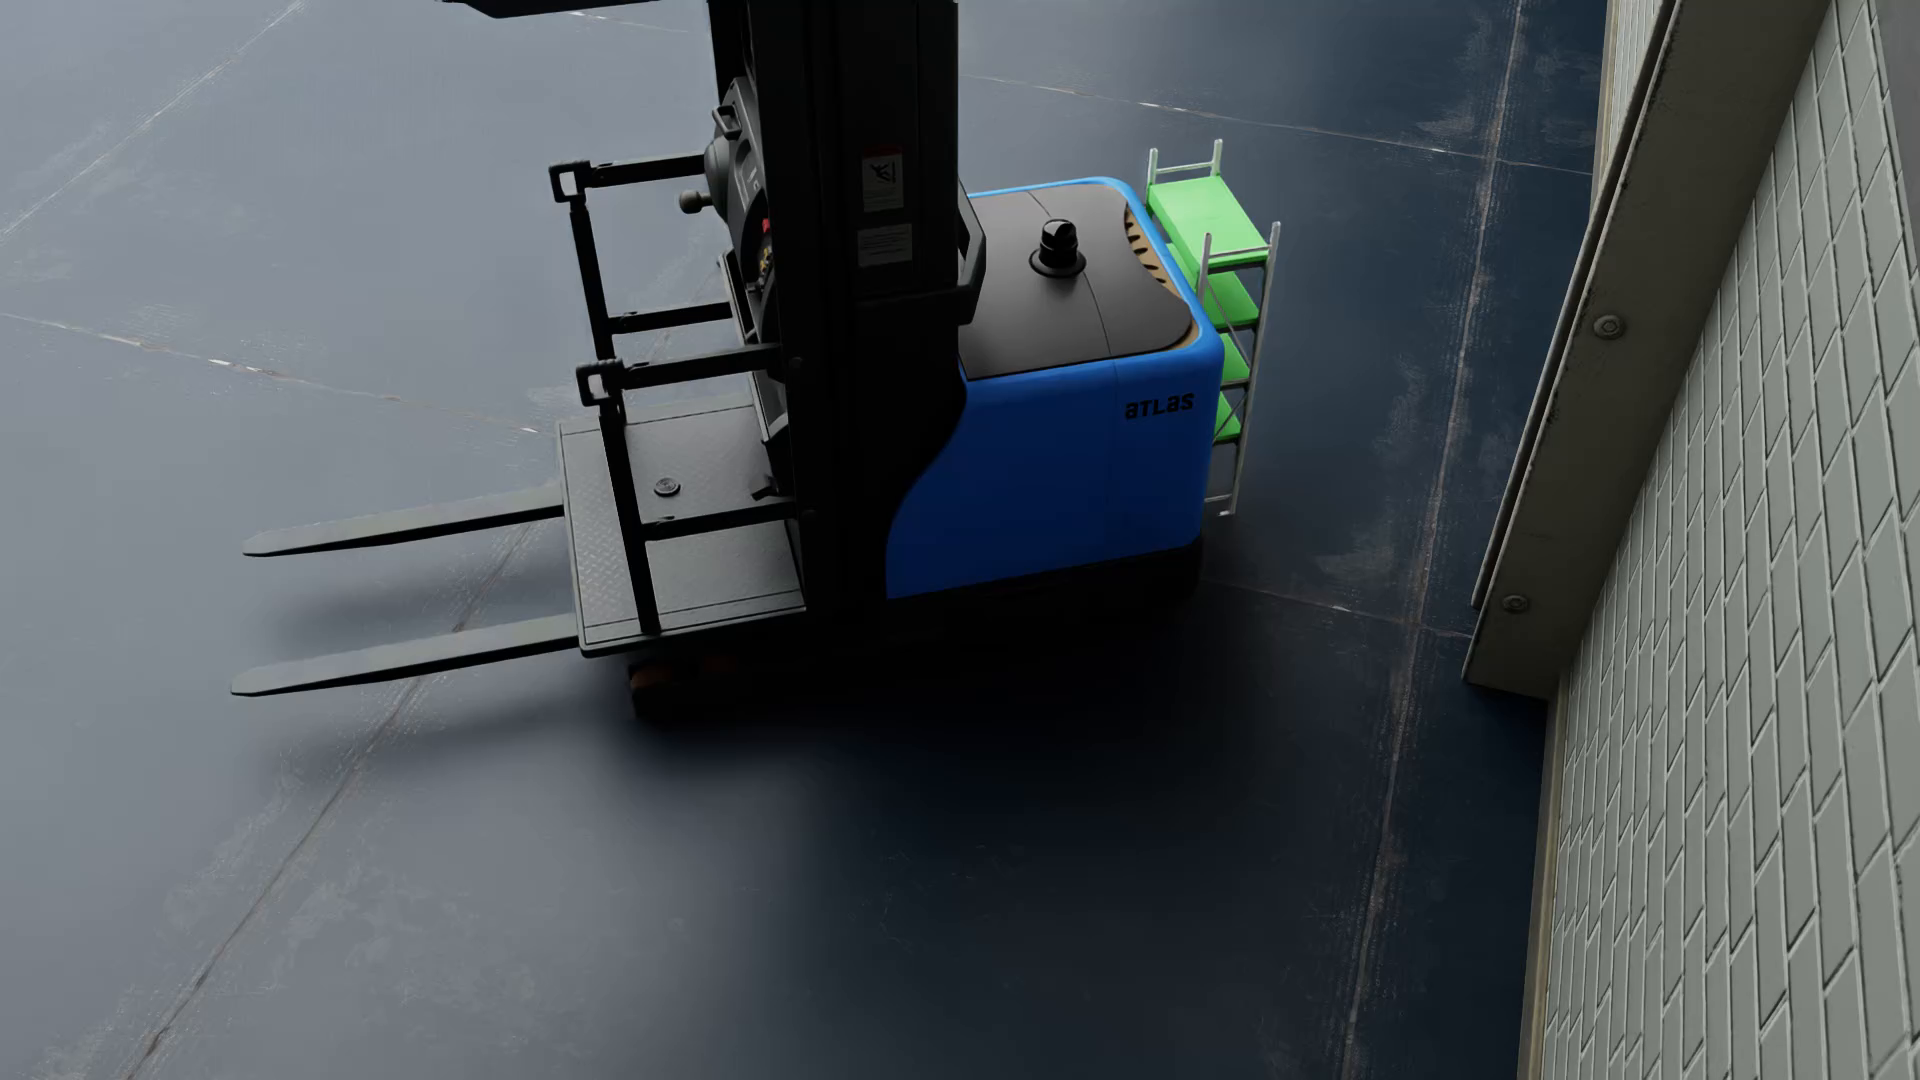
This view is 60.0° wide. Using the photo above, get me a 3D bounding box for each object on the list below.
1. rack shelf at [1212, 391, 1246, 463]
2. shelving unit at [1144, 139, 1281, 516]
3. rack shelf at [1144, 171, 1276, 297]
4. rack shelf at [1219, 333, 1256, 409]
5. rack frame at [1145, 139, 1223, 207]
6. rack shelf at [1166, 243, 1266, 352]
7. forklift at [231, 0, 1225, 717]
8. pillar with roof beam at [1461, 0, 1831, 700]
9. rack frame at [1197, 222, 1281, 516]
[{"bbox_3d":[0.787,-0.453,5.790,0.258,0.148,0.480,-10,45,-10],"label":"rack shelf"},{"bbox_3d":[0.787,-0.671,5.577,0.258,1.200,0.503,-10,45,-10],"label":"shelving unit"},{"bbox_3d":[0.787,-0.968,5.286,0.258,0.148,0.480,-10,45,-10],"label":"rack shelf"},{"bbox_3d":[0.787,-0.625,5.622,0.258,0.148,0.480,-10,45,-10],"label":"rack shelf"},{"bbox_3d":[0.726,-0.836,5.746,0.240,1.200,0.015,-10,45,-10],"label":"rack frame"},{"bbox_3d":[0.787,-0.797,5.454,0.258,0.148,0.480,-10,45,-10],"label":"rack shelf"},{"bbox_3d":[-0.788,-0.911,4.585,3.031,2.935,1.130,-10,45,-10],"label":"forklift"},{"bbox_3d":[-2.300,-3.781,3.180,9.100,9.000,0.400,13,46,13],"label":"pillar with roof beam"},{"bbox_3d":[0.848,-0.505,5.409,0.240,1.200,0.015,-10,45,-10],"label":"rack frame"}]
